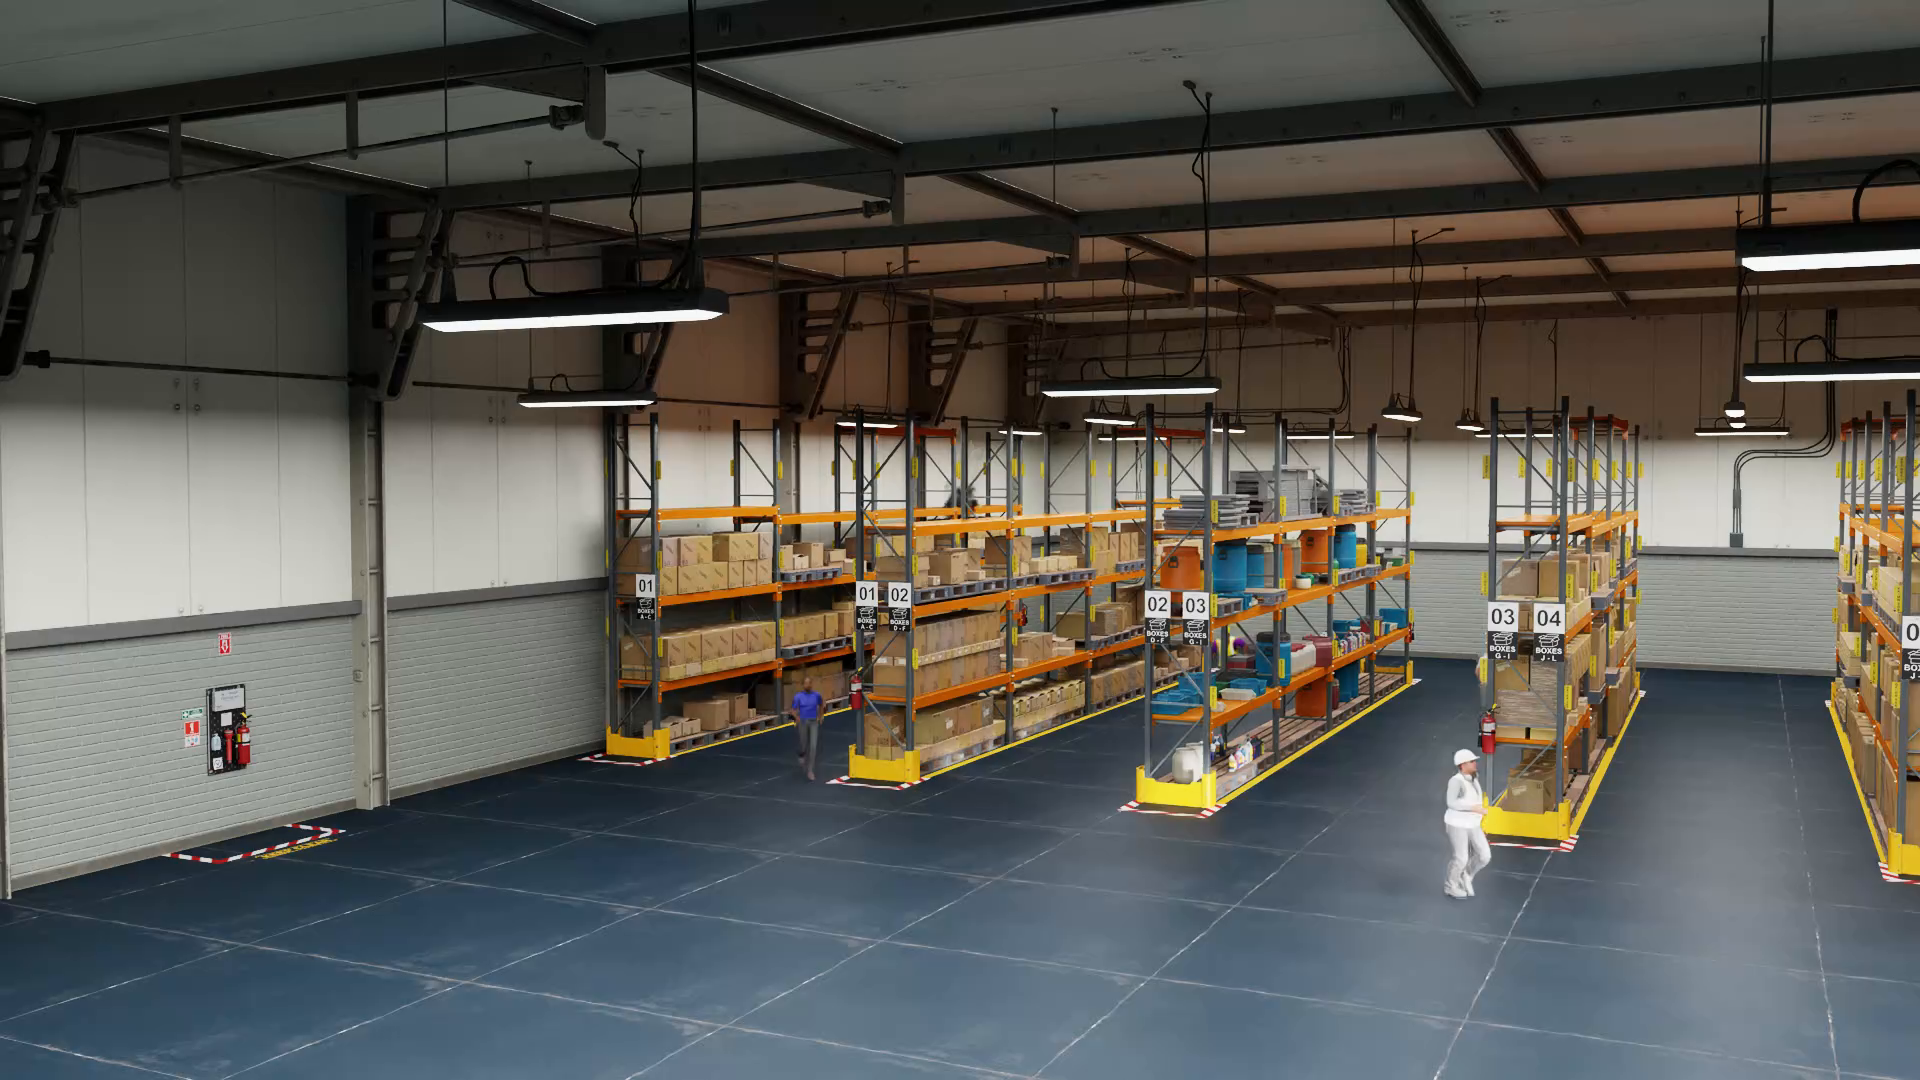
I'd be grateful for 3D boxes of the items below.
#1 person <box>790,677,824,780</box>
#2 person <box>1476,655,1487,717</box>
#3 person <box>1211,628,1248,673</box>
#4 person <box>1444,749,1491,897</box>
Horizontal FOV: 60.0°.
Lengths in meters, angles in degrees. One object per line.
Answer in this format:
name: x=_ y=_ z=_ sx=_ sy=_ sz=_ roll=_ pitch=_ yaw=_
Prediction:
person: x=-2.492 y=3.054 z=27.238 sx=0.578 sy=1.649 sz=0.791 roll=-1 pitch=2 yaw=-15
person: x=10.357 y=2.841 z=32.368 sx=0.630 sy=1.648 sz=0.735 roll=1 pitch=3 yaw=25
person: x=5.603 y=2.654 z=34.820 sx=0.735 sy=1.733 sz=0.793 roll=1 pitch=3 yaw=28
person: x=5.894 y=3.310 z=19.310 sx=0.634 sy=1.751 sz=0.662 roll=-2 pitch=3 yaw=-39
